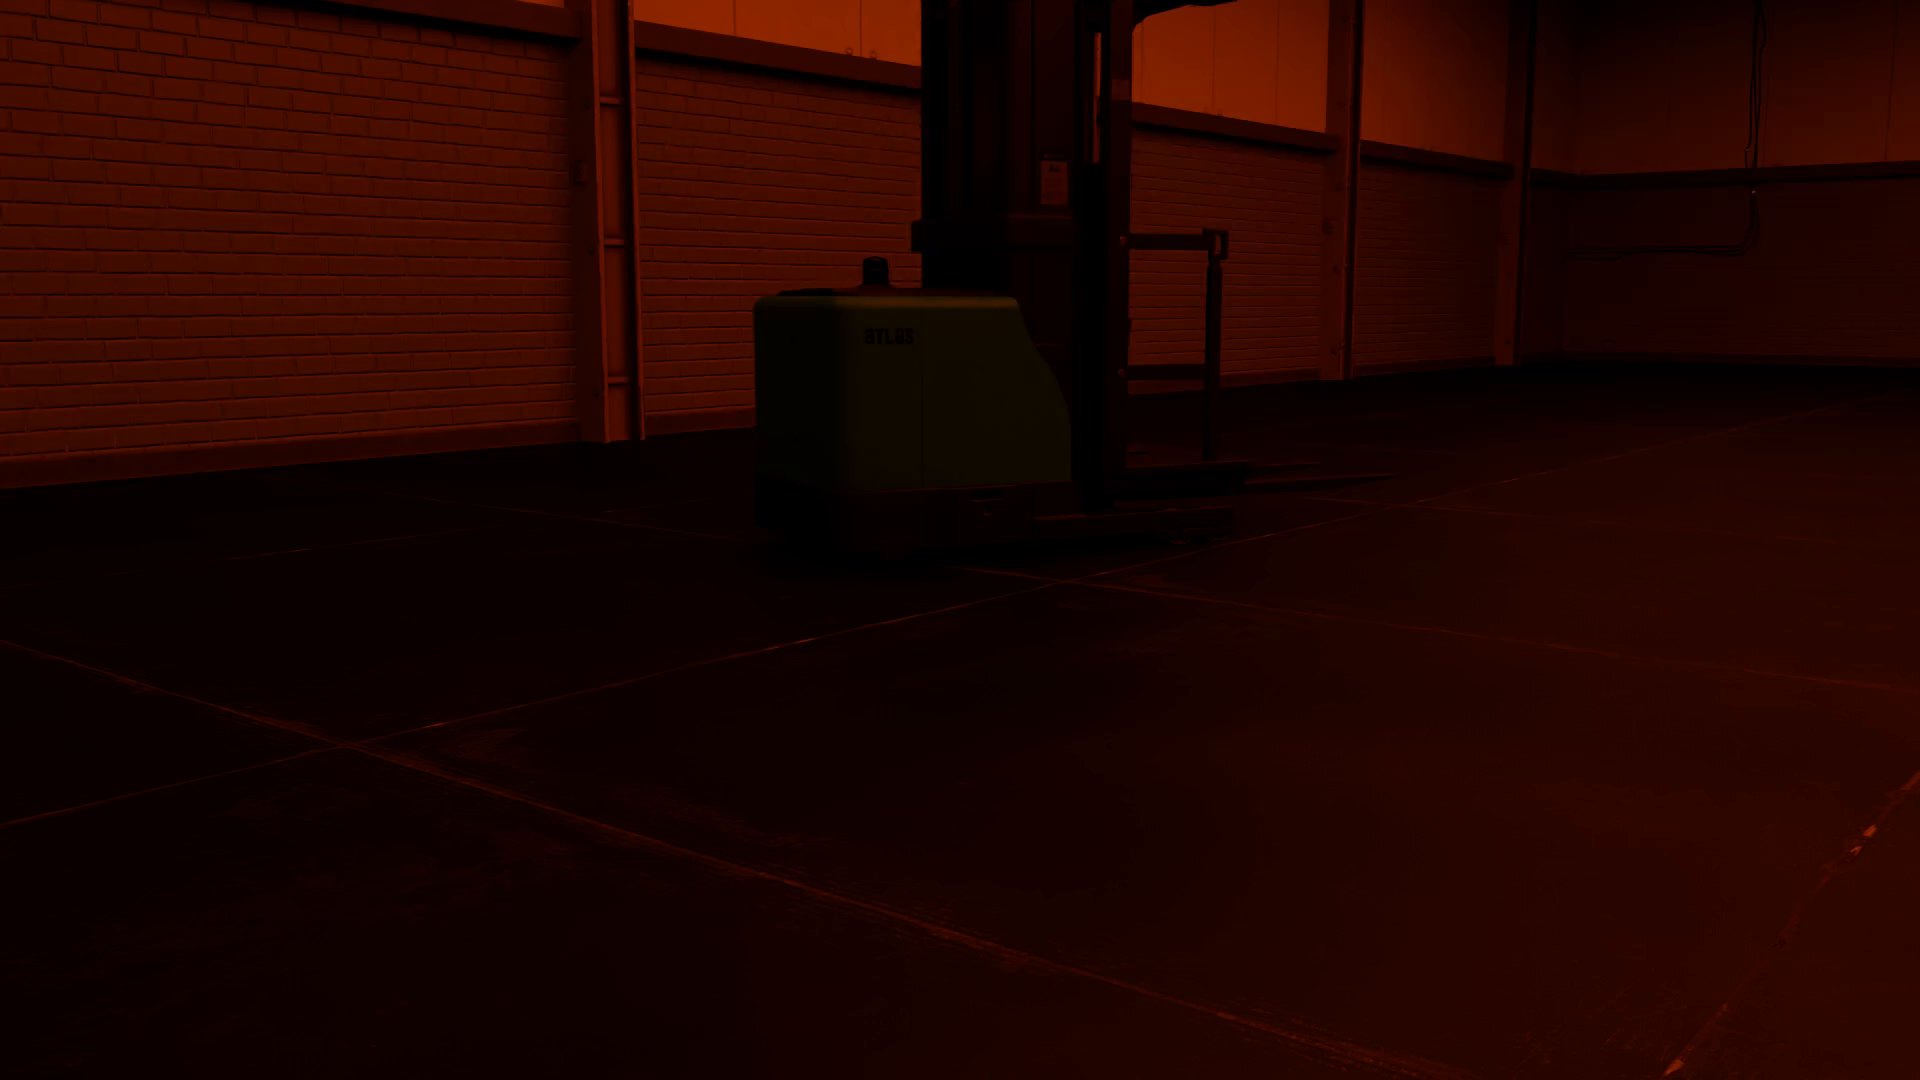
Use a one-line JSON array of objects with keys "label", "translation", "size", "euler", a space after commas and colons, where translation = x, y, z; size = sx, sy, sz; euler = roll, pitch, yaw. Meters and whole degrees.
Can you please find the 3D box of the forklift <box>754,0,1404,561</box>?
[{"label": "forklift", "translation": [0.641, -1.489, 7.459], "size": [3.031, 2.935, 1.130], "euler": [-4, 9, -27]}]
